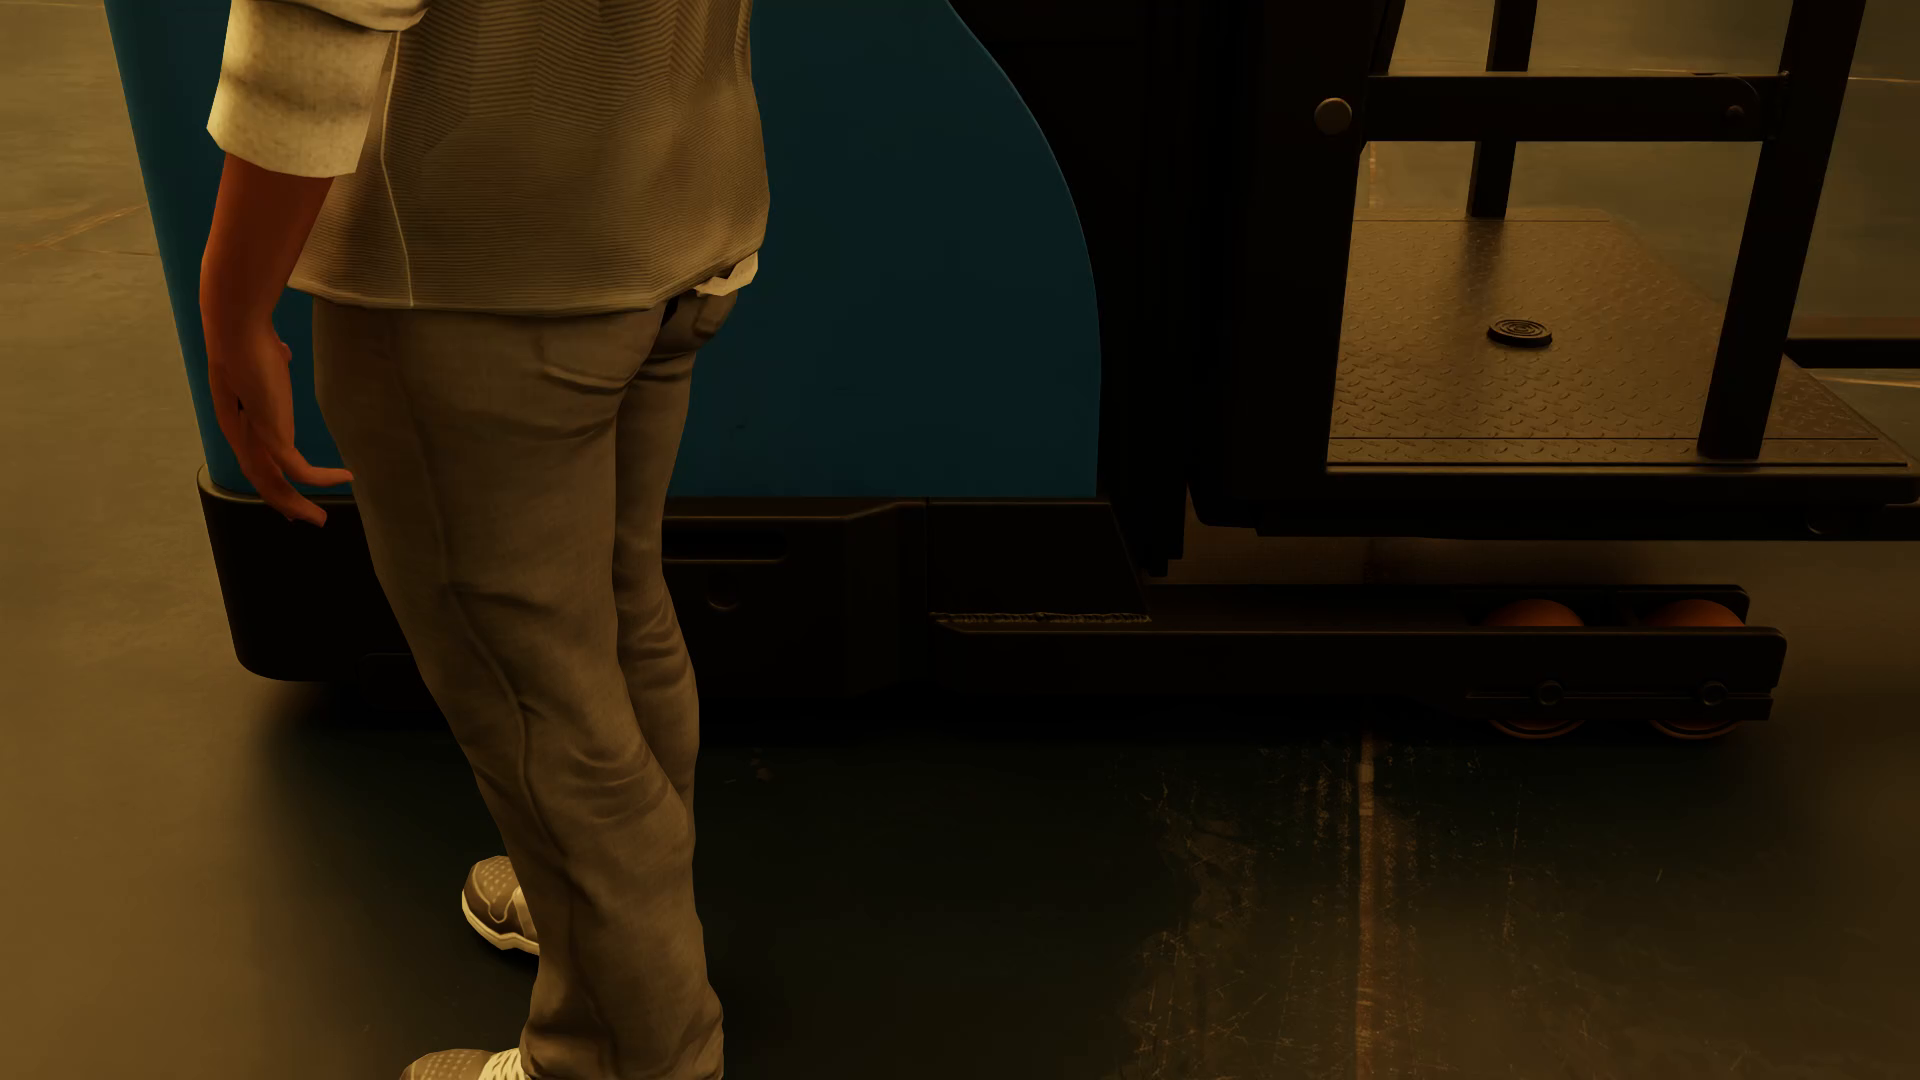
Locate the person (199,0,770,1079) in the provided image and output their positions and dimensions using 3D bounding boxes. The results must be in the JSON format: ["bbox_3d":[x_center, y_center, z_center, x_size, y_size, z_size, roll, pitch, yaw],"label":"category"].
[{"bbox_3d":[-0.351,-0.207,1.120,0.475,1.597,0.520,8,28,16],"label":"person"}]

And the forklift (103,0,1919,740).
[{"bbox_3d":[0.611,-1.307,1.838,3.031,2.935,1.130,0,27,0],"label":"forklift"}]
